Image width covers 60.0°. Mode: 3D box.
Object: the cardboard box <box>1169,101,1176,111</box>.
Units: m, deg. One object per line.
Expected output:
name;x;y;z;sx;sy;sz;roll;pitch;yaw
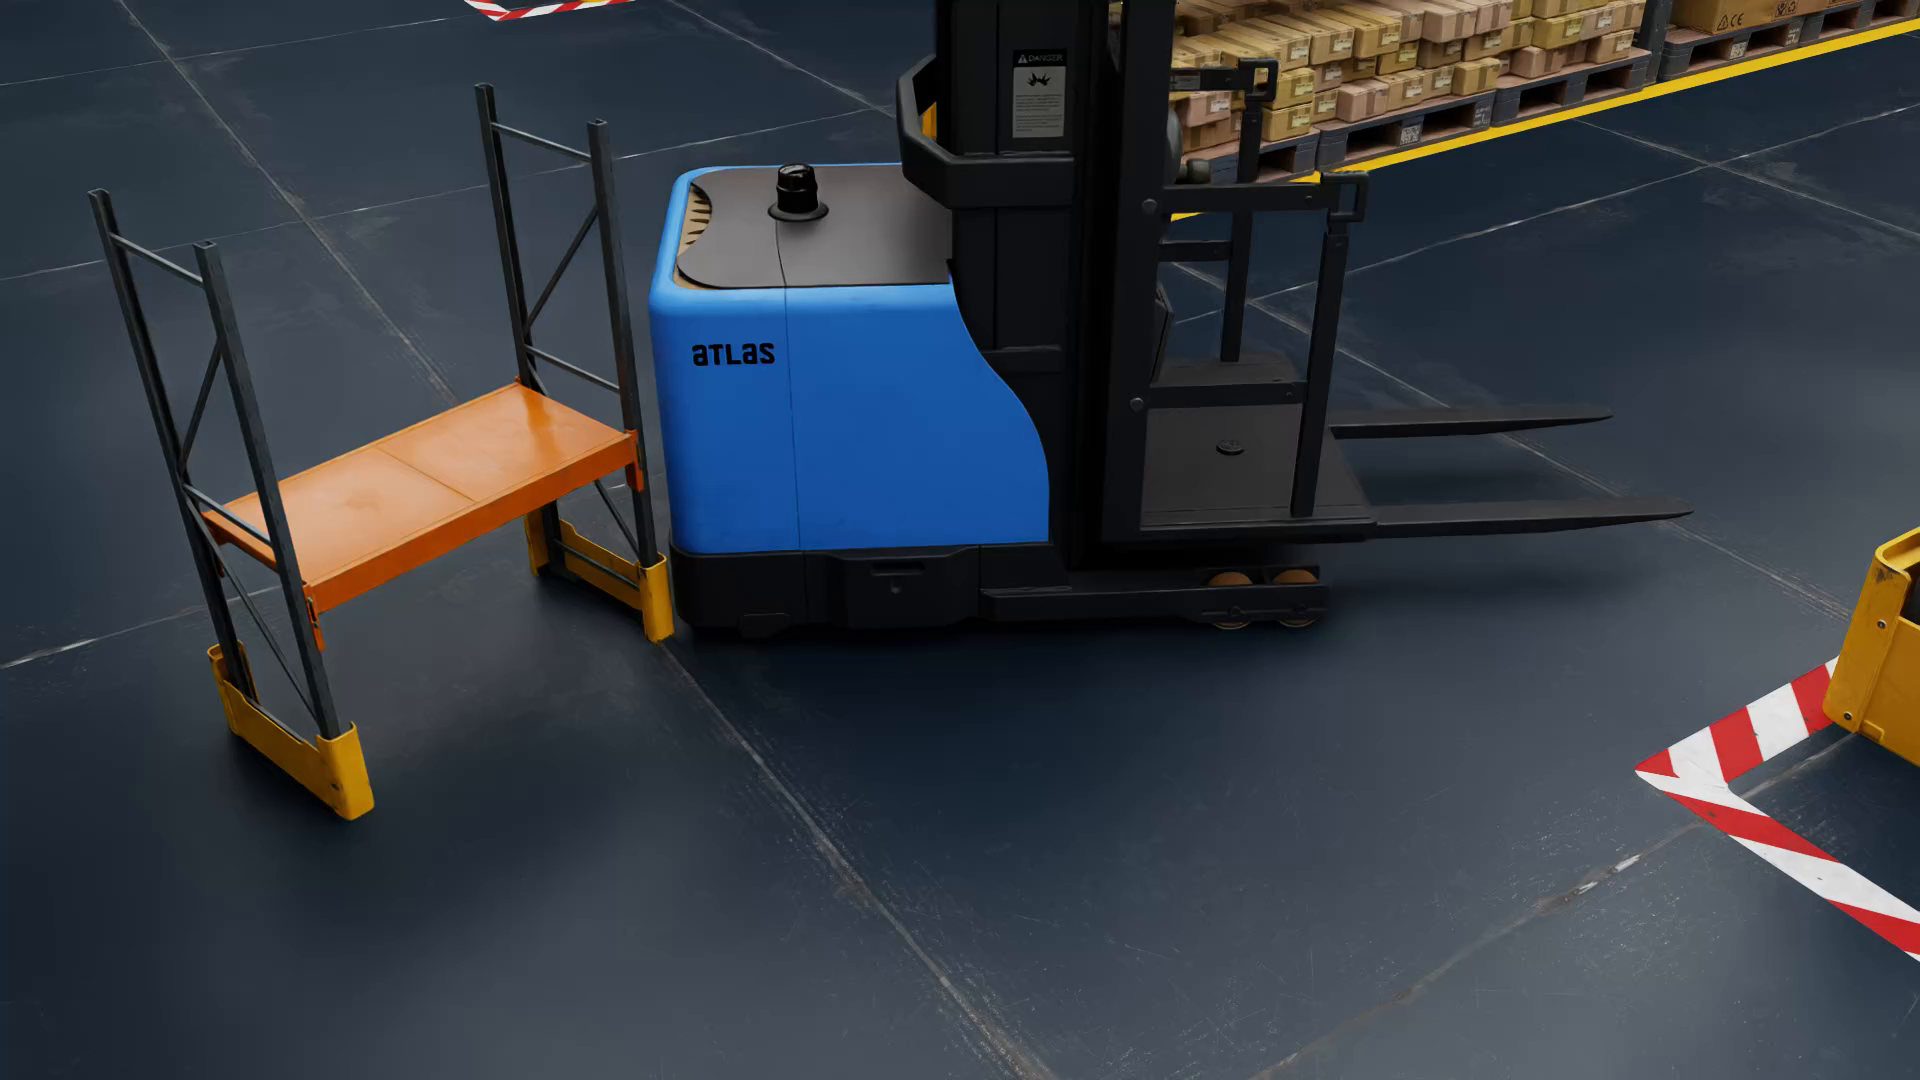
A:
cardboard box;0.773;-1.991;7.594;0.250;0.149;0.380;-17;36;-25

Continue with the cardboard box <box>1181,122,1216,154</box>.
cardboard box;0.983;-1.949;7.806;0.250;0.149;0.380;-19;37;-27

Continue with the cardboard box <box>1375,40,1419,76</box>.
cardboard box;2.076;-2.470;8.354;0.250;0.149;0.380;-17;36;-25

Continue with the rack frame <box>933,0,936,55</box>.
rack frame;0.194;-2.857;6.967;0.127;3.000;1.000;-19;37;-27

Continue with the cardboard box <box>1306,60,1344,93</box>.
cardboard box;1.638;-2.300;8.084;0.250;0.149;0.380;-21;38;-29

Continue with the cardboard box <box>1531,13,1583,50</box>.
cardboard box;3.027;-2.708;8.731;0.250;0.149;0.380;-20;38;-29

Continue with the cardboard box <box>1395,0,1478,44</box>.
cardboard box;2.341;-2.607;8.292;0.250;0.149;0.380;-20;38;-29

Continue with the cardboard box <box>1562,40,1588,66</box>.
cardboard box;3.147;-2.681;8.967;0.250;0.149;0.380;-18;36;-26

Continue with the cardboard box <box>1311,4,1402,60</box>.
cardboard box;1.914;-2.469;8.073;0.250;0.149;0.380;-18;37;-27

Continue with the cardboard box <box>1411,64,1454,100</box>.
cardboard box;2.285;-2.374;8.481;0.250;0.149;0.380;-18;37;-26

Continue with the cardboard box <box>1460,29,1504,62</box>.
cardboard box;2.559;-2.597;8.555;0.250;0.149;0.380;-18;36;-26

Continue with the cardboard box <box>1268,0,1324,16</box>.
cardboard box;1.622;-2.701;8.441;0.250;0.149;0.380;-20;38;-29

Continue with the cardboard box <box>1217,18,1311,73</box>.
cardboard box;1.429;-2.337;7.864;0.250;0.149;0.380;-21;38;-30

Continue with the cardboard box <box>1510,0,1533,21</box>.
cardboard box;2.739;-2.810;8.614;0.250;0.149;0.380;-18;36;-26

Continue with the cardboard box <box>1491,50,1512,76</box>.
cardboard box;2.673;-2.554;8.766;0.250;0.149;0.380;-20;37;-28

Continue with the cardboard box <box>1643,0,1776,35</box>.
cardboard box;4.320;-3.228;9.505;0.500;0.500;0.500;-17;36;-25

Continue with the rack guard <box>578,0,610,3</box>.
rack guard;-2.593;-3.983;11.096;0.348;0.500;1.175;-19;37;-27

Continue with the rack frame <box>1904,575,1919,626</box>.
rack frame;2.796;-0.603;3.395;0.127;3.000;1.000;-19;37;-27

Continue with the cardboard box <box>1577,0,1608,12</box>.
cardboard box;3.204;-2.925;8.797;0.250;0.149;0.380;-18;37;-27

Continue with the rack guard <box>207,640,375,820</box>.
rack guard;-1.716;0.479;4.257;0.587;0.250;0.087;24;40;33

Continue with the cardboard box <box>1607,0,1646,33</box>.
cardboard box;3.463;-2.877;8.999;0.250;0.149;0.380;-18;37;-26

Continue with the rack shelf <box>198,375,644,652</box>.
rack shelf;-1.388;-0.104;4.347;0.538;0.185;1.000;24;40;33

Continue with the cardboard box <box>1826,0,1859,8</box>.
cardboard box;5.197;-3.539;9.998;0.500;0.500;0.500;-18;37;-26

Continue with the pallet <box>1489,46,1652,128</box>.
pallet;3.010;-2.624;9.211;1.213;0.211;1.003;-19;37;-27

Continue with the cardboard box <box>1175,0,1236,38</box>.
cardboard box;1.144;-2.572;8.237;0.250;0.149;0.380;-21;38;-29

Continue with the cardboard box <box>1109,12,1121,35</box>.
cardboard box;0.744;-2.394;7.954;0.250;0.149;0.380;-18;37;-26

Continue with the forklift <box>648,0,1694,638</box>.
forklift;0.664;-1.260;4.500;3.031;2.935;1.130;-2;32;-3

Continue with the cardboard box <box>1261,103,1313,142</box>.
cardboard box;1.462;-2.048;7.964;0.250;0.149;0.380;-18;37;-27

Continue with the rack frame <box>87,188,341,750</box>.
rack frame;-1.717;-0.050;3.923;0.500;1.500;0.032;24;40;33

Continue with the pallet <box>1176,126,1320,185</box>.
pallet;0.960;-1.918;8.093;1.213;0.211;1.003;-19;37;-27

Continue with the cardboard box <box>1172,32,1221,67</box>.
cardboard box;0.985;-2.213;7.667;0.250;0.149;0.380;-18;37;-26

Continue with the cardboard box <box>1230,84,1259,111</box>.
cardboard box;1.192;-2.155;7.854;0.250;0.149;0.380;-18;37;-27

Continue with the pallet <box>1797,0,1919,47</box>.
pallet;5.236;-3.414;10.464;1.213;0.211;1.003;-19;37;-27

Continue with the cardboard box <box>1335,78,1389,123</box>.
cardboard box;1.882;-2.198;8.201;0.250;0.149;0.380;-21;38;-30

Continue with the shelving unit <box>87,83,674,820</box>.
shelving unit;-1.394;-0.253;4.245;0.587;1.500;1.083;24;40;33
